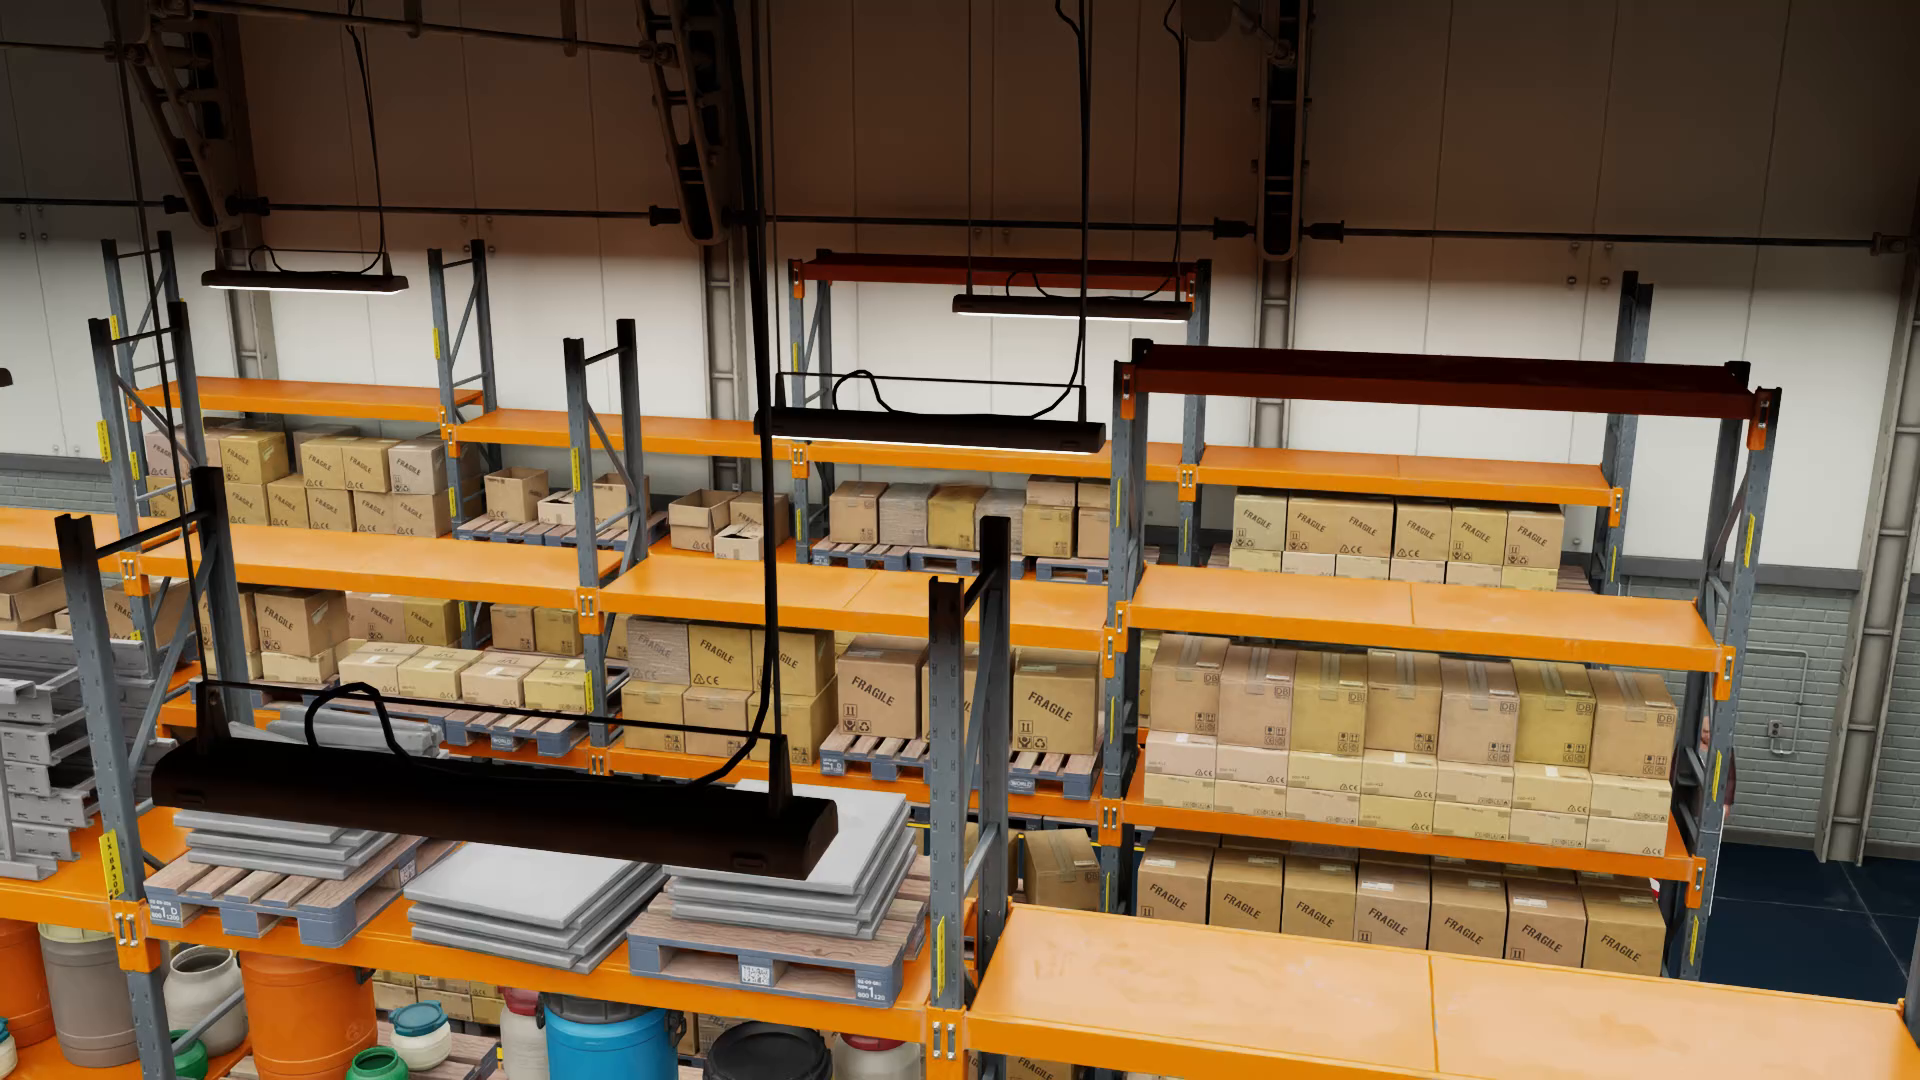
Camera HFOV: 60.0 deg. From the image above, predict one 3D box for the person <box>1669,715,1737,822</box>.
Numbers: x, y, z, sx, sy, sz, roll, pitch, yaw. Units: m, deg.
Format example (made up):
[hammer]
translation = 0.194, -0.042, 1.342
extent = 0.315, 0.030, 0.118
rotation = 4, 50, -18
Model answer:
[person]
translation = 7.289, 2.578, 16.417
extent = 0.639, 1.814, 0.625
rotation = 8, 18, 25
